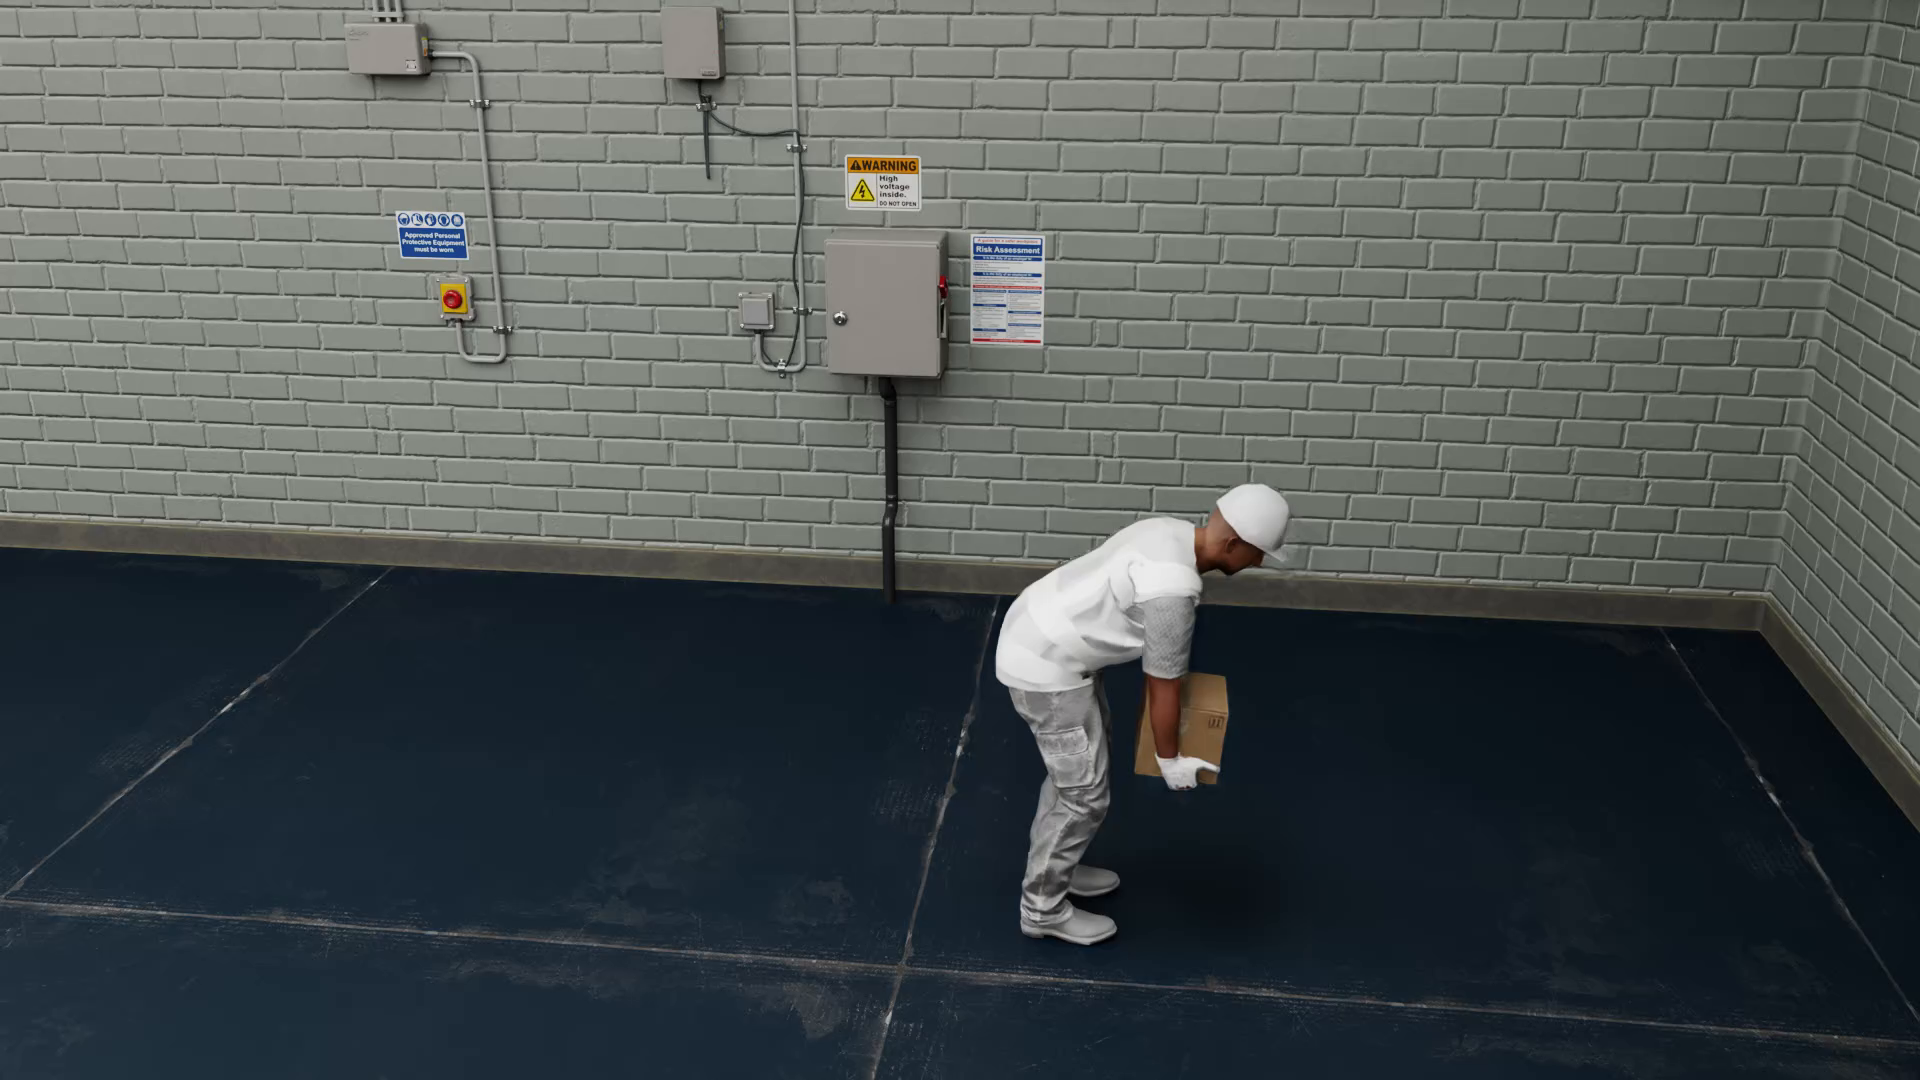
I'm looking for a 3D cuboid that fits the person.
[{"bbox_3d":[0.538,0.518,5.129,0.862,1.474,0.480,2,21,5],"label":"person"}]
